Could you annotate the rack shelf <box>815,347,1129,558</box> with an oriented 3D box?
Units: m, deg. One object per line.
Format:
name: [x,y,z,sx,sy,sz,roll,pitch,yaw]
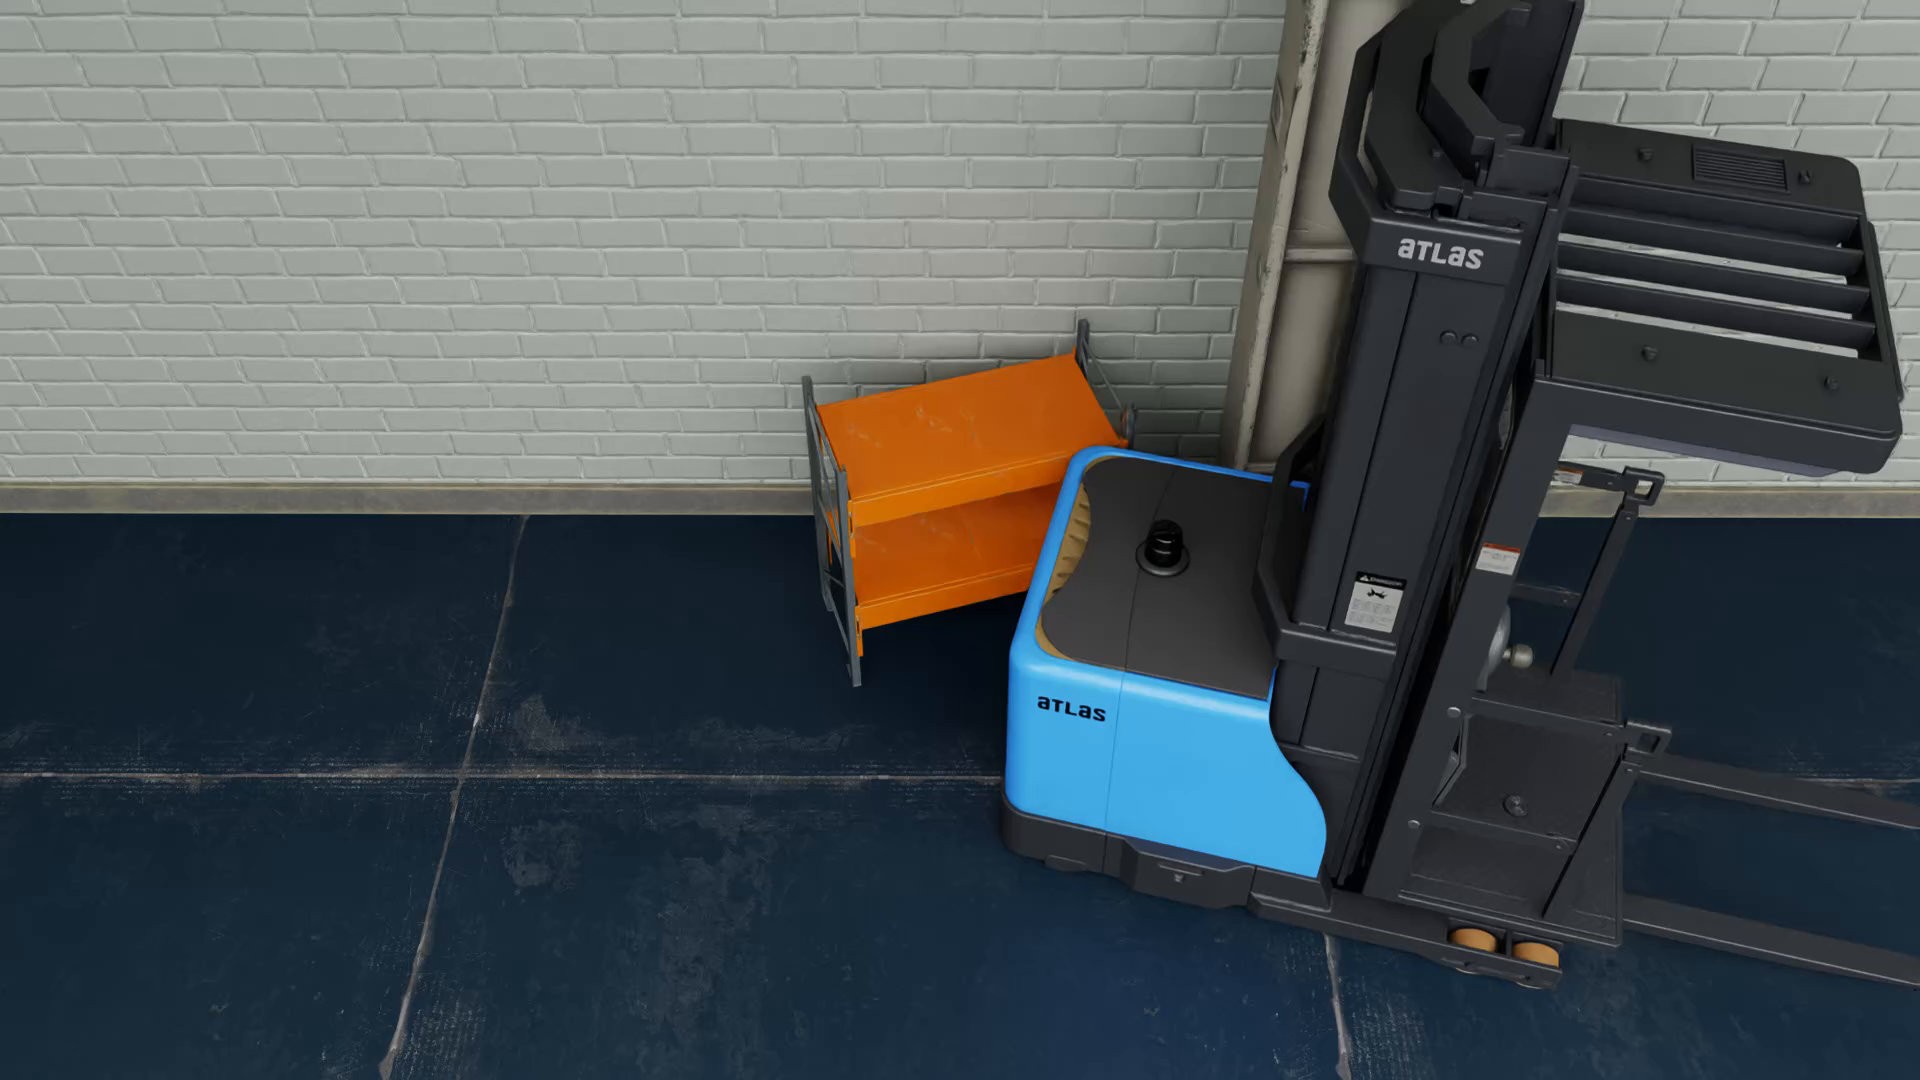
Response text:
rack shelf: [0.026,-0.320,5.879,1.000,0.278,0.538,-13,48,-12]

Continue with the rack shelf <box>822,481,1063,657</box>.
rack shelf: [0.026,0.046,6.273,1.000,0.278,0.538,-13,48,-12]

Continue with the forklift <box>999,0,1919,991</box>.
forklift: [1.711,0.020,4.729,3.031,2.935,1.130,11,48,10]

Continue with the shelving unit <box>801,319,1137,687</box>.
shelving unit: [0.026,-0.120,6.094,1.048,1.125,0.538,-13,48,-12]

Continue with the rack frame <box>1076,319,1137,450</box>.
rack frame: [0.511,-0.232,6.197,0.032,1.125,0.500,-13,48,-12]

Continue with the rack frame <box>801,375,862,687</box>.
rack frame: [-0.459,-0.009,5.990,0.032,1.125,0.500,-13,48,-12]

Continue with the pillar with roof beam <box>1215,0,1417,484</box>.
pillar with roof beam: [1.204,0.073,0.534,0.400,9.000,9.100,0,47,0]
